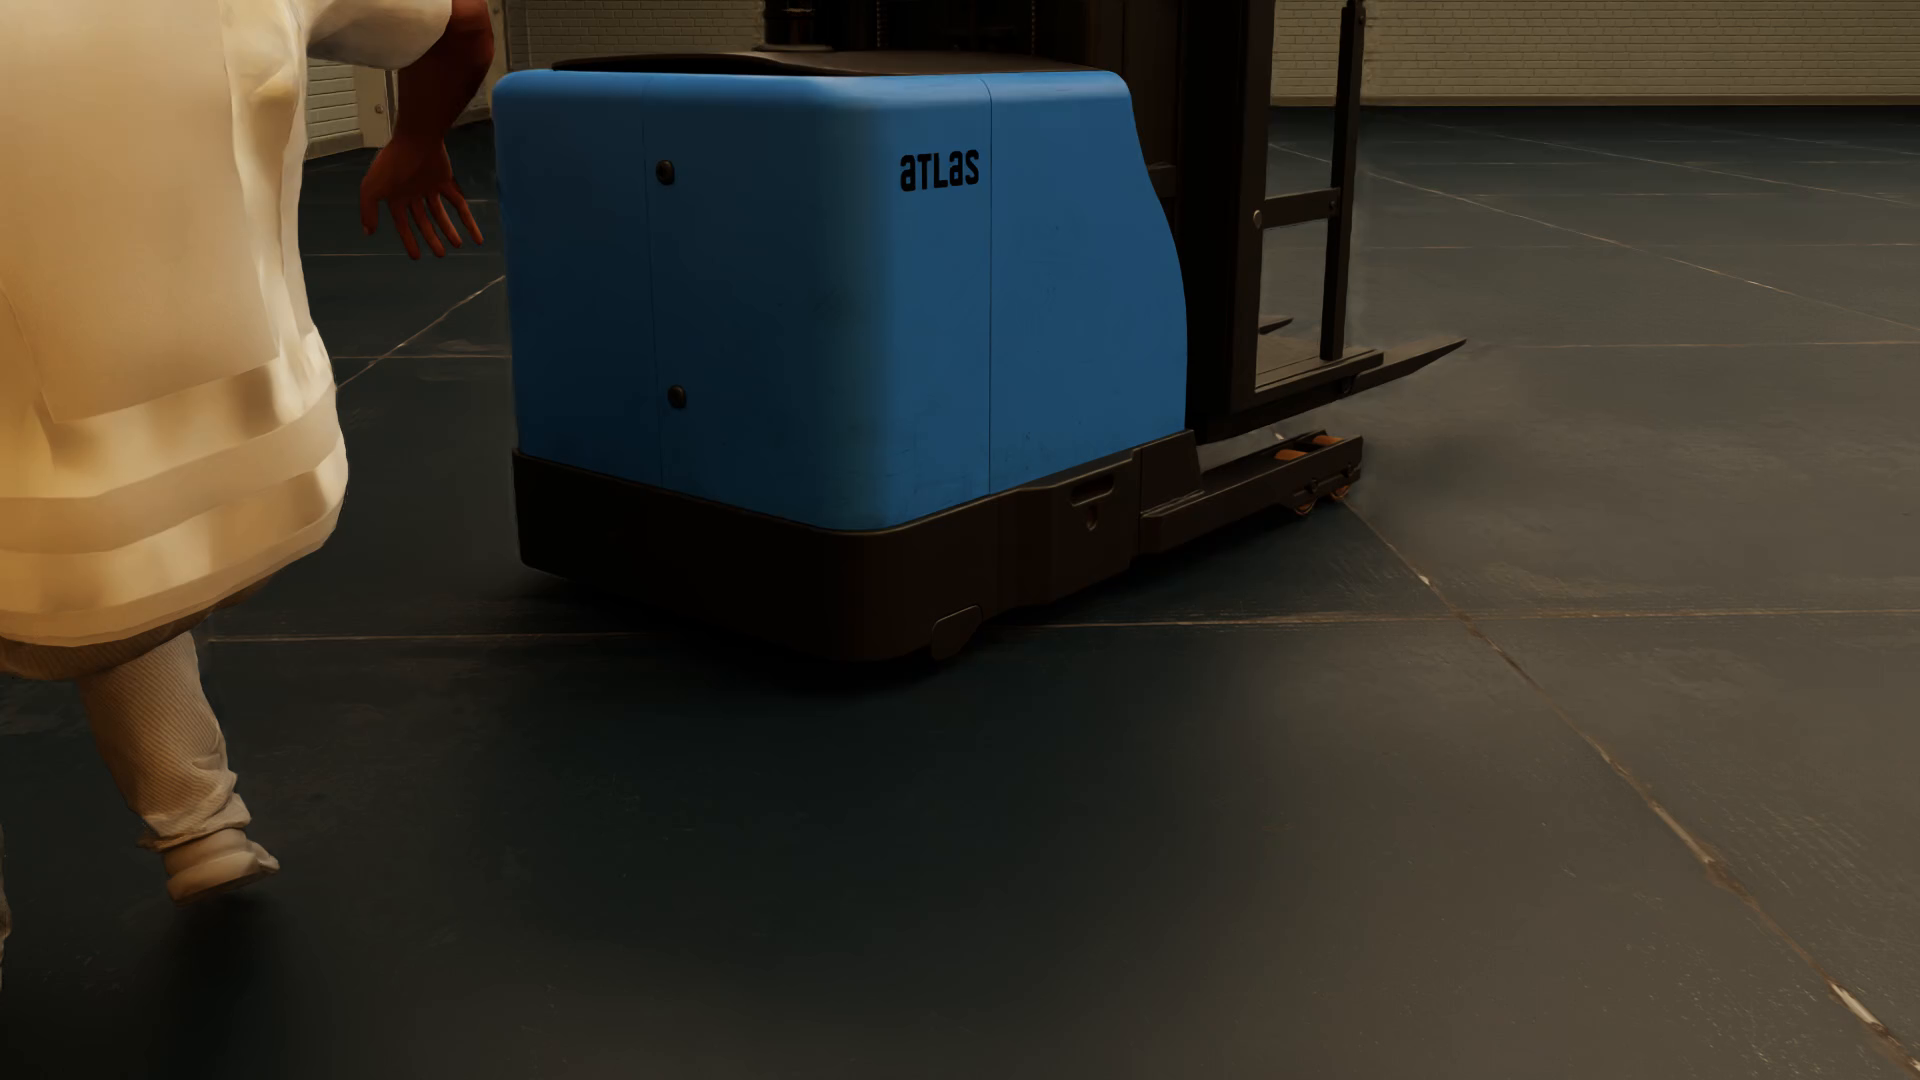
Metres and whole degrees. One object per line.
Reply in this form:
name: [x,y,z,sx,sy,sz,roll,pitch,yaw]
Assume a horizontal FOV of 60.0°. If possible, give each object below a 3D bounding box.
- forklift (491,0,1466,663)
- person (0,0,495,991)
forklift: [0.380,-1.542,3.947,1.130,2.935,3.031,13,22,37]
person: [-1.036,-0.154,1.823,0.873,1.533,1.125,11,20,32]
